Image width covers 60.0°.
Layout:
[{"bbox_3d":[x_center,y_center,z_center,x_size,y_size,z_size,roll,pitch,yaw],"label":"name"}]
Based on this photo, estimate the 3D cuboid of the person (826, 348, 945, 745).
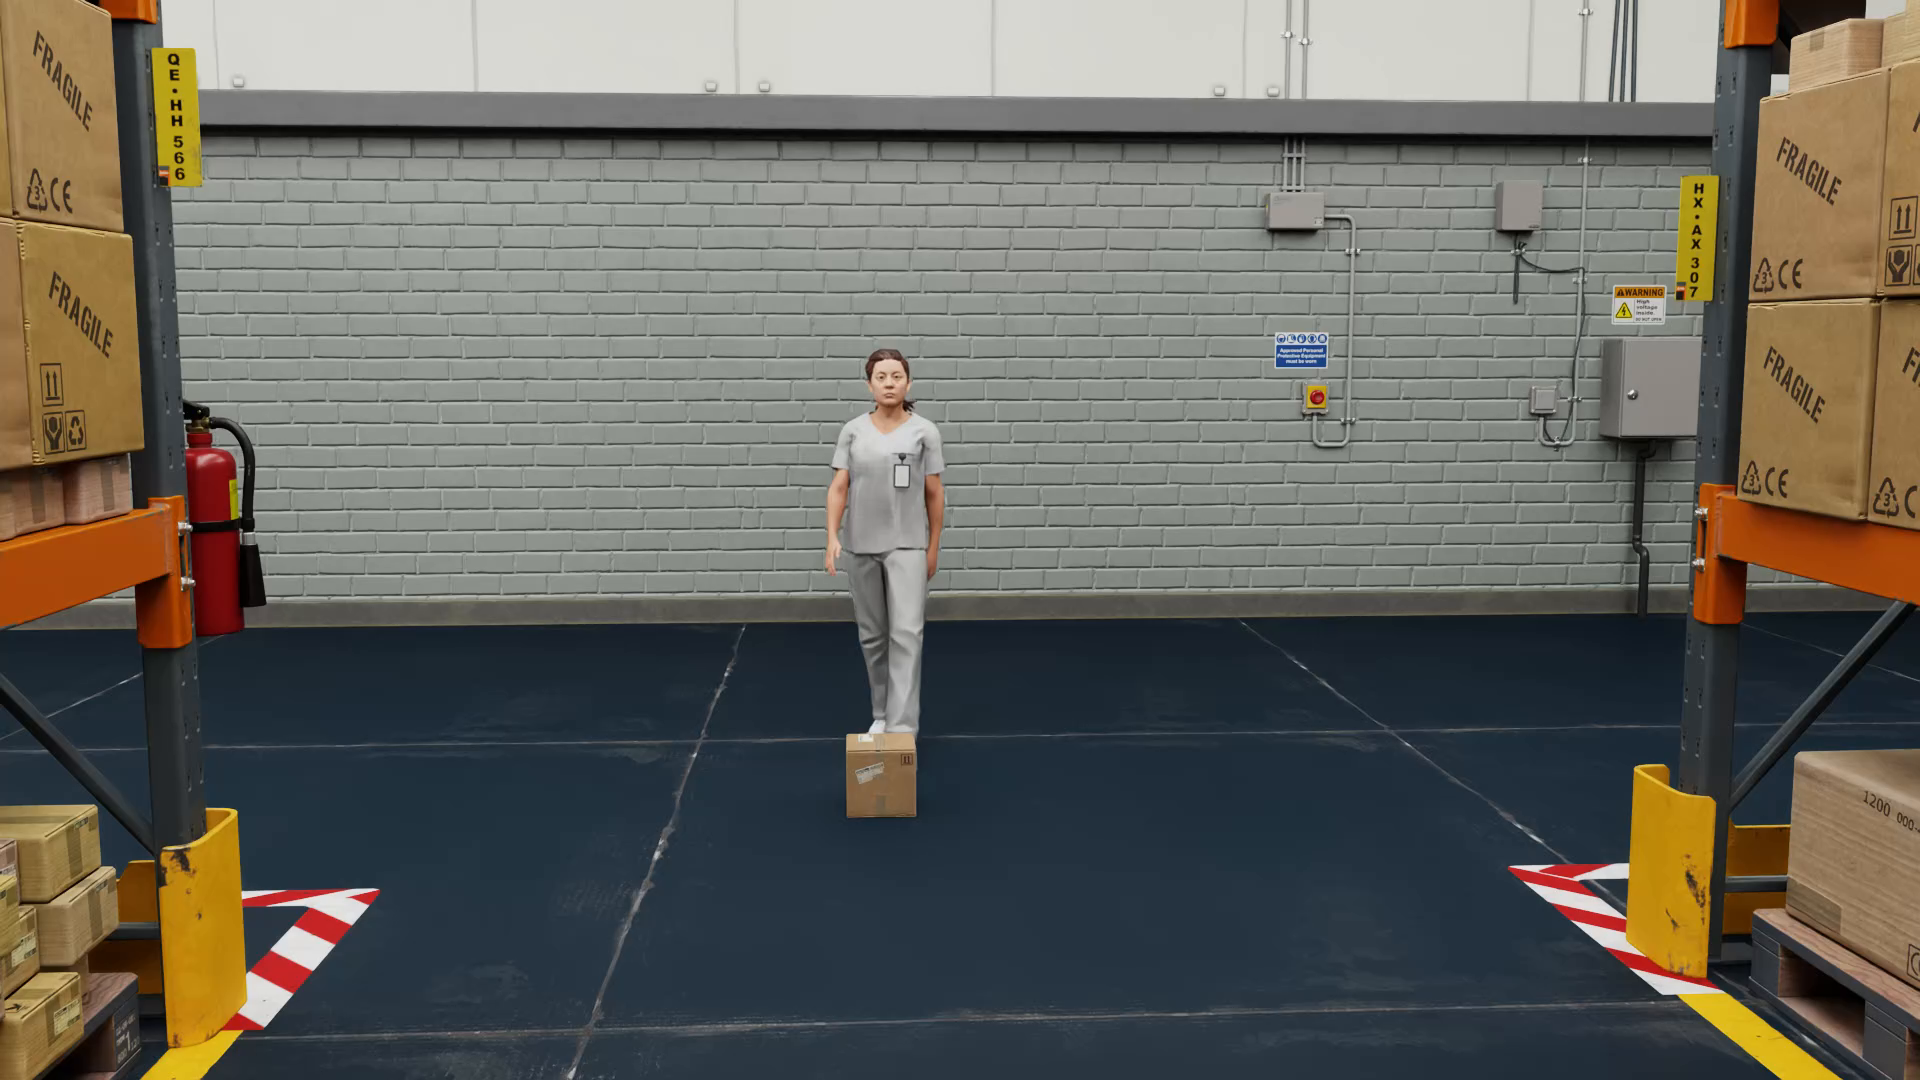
[{"bbox_3d":[-0.327,0.055,6.684,0.451,1.637,0.854,1,7,12],"label":"person"}]
